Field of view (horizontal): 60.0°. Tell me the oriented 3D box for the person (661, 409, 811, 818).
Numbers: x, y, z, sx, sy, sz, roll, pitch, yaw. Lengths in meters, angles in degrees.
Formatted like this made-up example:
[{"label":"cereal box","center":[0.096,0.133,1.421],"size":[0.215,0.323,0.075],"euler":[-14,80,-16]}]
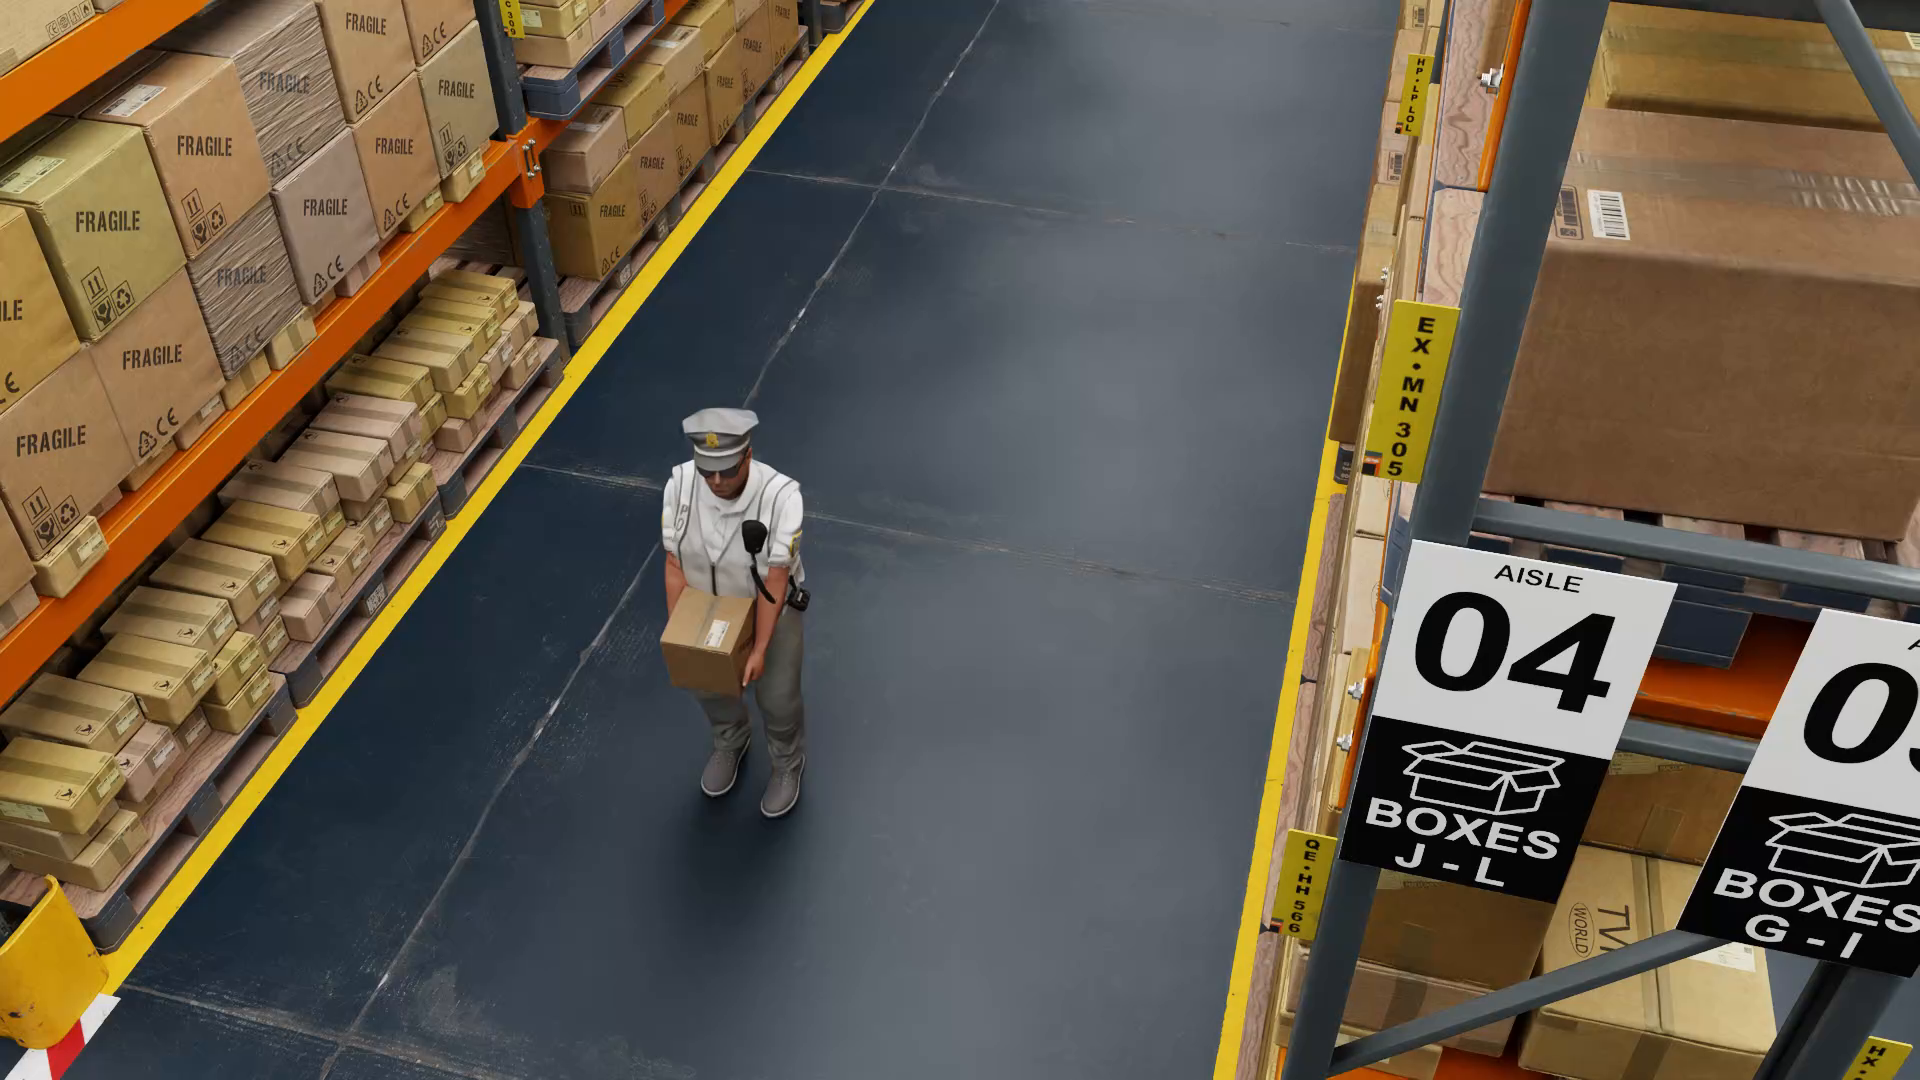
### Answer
[{"label":"person","center":[-0.772,0.276,5.838],"size":[0.489,1.753,0.581],"euler":[9,42,11]}]
